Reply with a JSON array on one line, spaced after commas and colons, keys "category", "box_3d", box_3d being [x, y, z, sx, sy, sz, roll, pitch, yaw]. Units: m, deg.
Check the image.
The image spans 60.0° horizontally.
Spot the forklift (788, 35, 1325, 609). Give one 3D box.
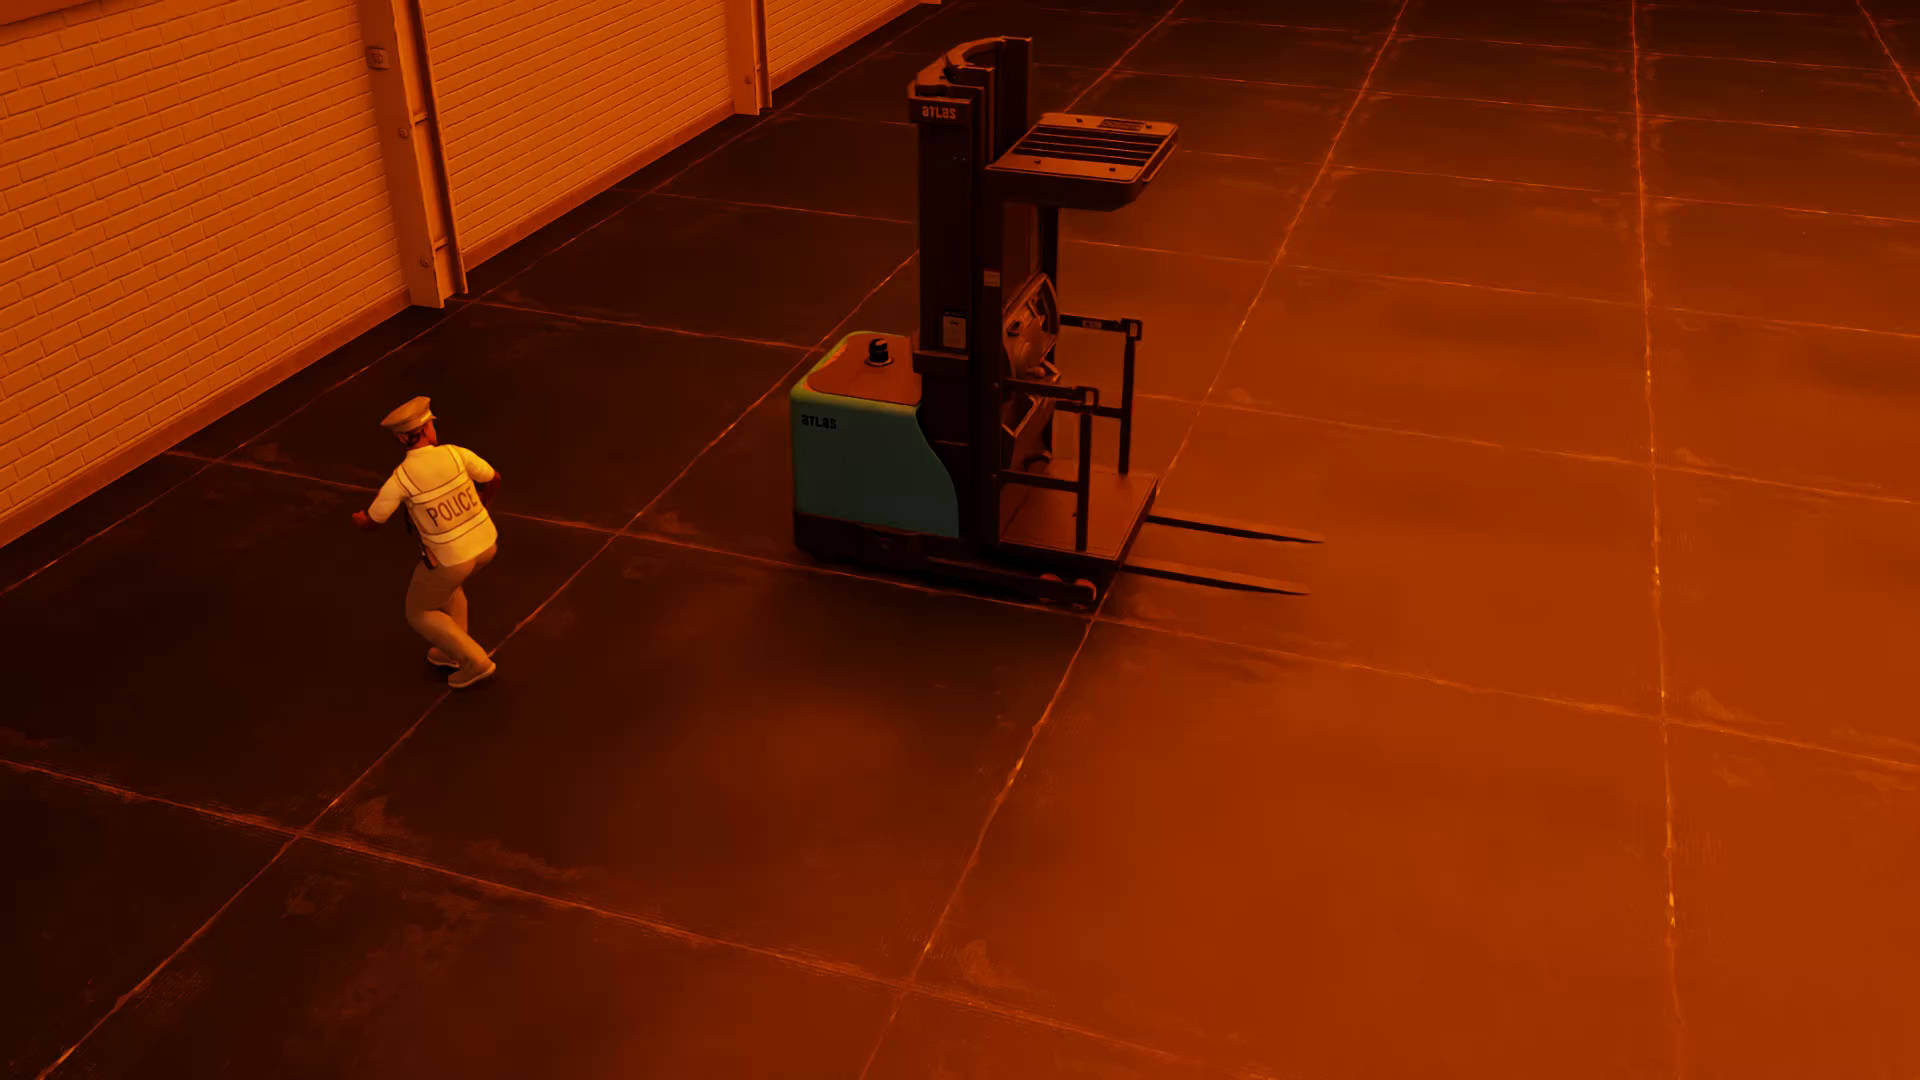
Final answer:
[{"category": "forklift", "box_3d": [0.582, -1.180, 9.206, 3.031, 2.935, 1.130, 9, 31, 16]}]

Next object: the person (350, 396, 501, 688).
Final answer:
[{"category": "person", "box_3d": [-2.694, -0.016, 8.546, 0.748, 1.567, 0.760, 18, 34, 29]}]
